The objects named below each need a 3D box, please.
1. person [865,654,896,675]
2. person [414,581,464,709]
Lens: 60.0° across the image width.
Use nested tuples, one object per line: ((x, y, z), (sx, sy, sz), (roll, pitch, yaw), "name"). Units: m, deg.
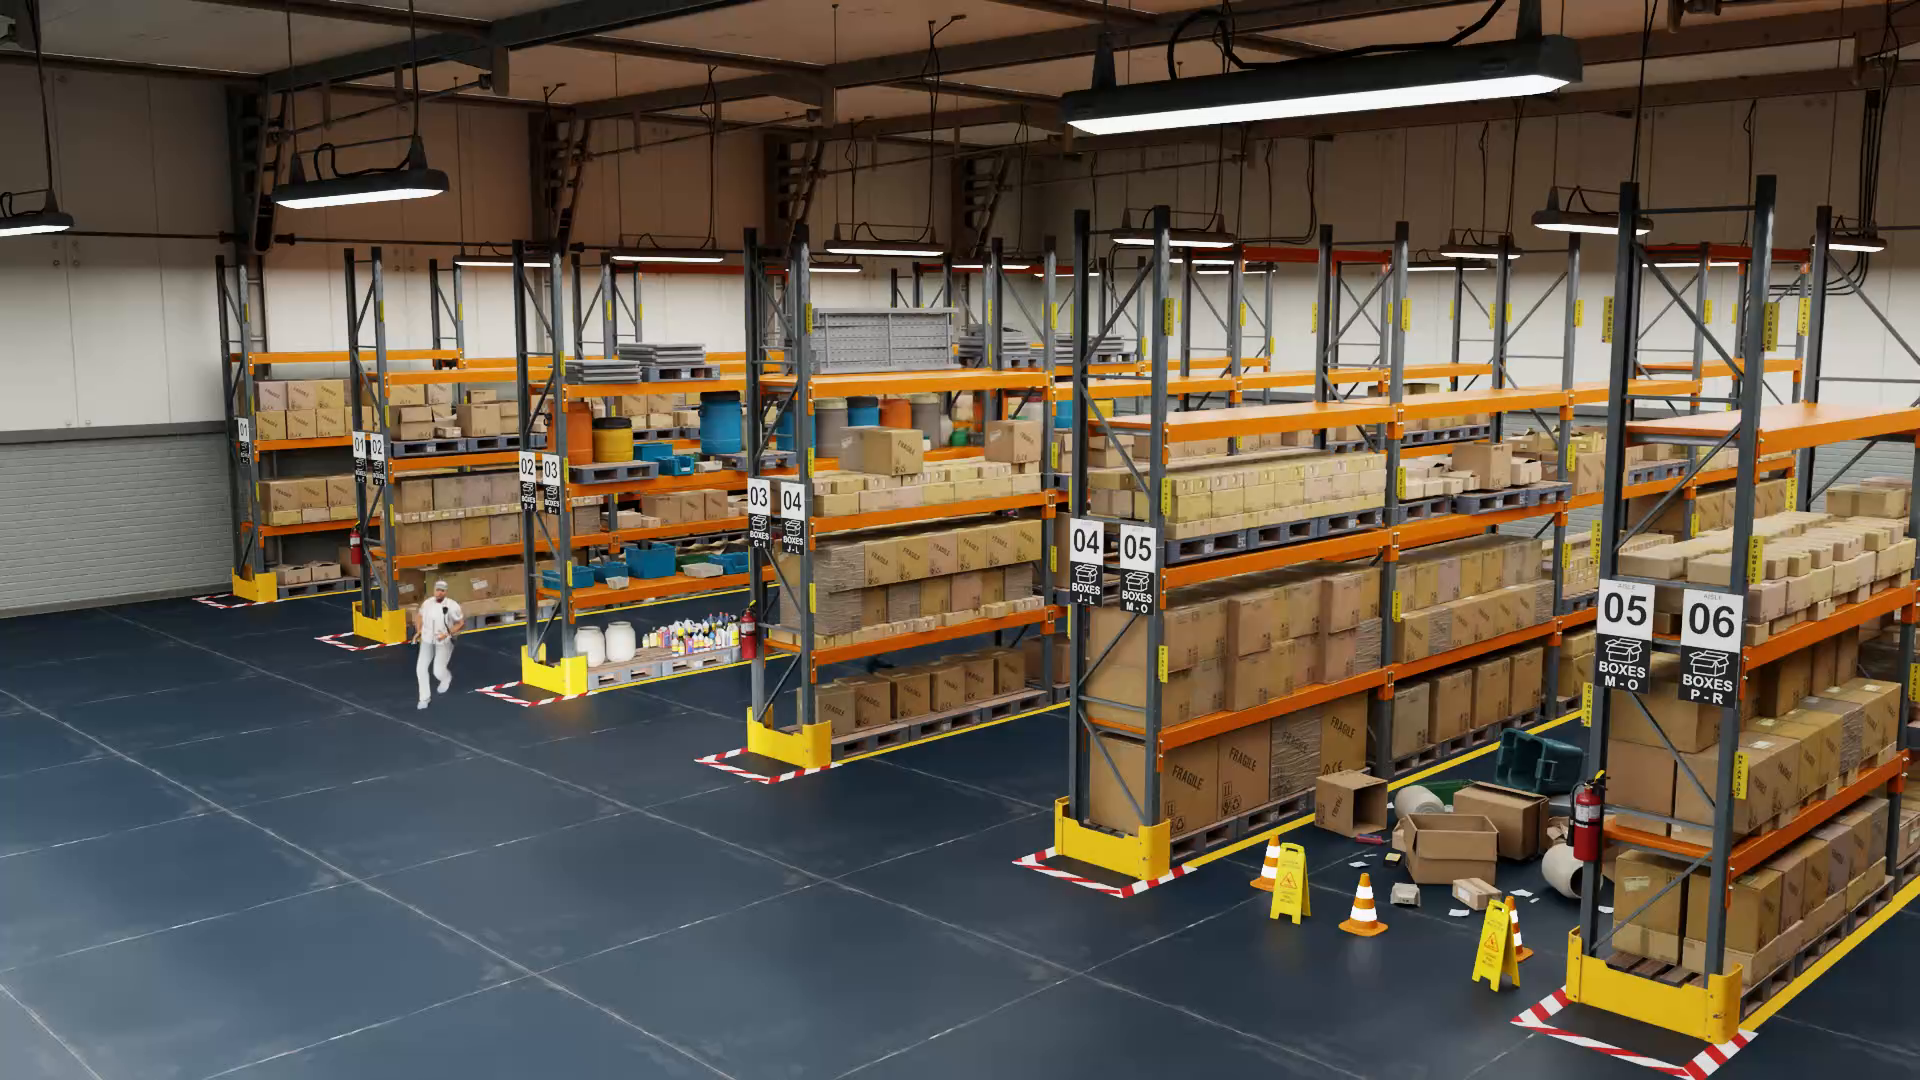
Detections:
((-1.079, 1.300, 21.927), (0.547, 1.584, 0.759), (7, 11, 41), "person")
((-6.756, 1.339, 21.620), (0.647, 1.668, 0.743), (0, 8, 3), "person")
